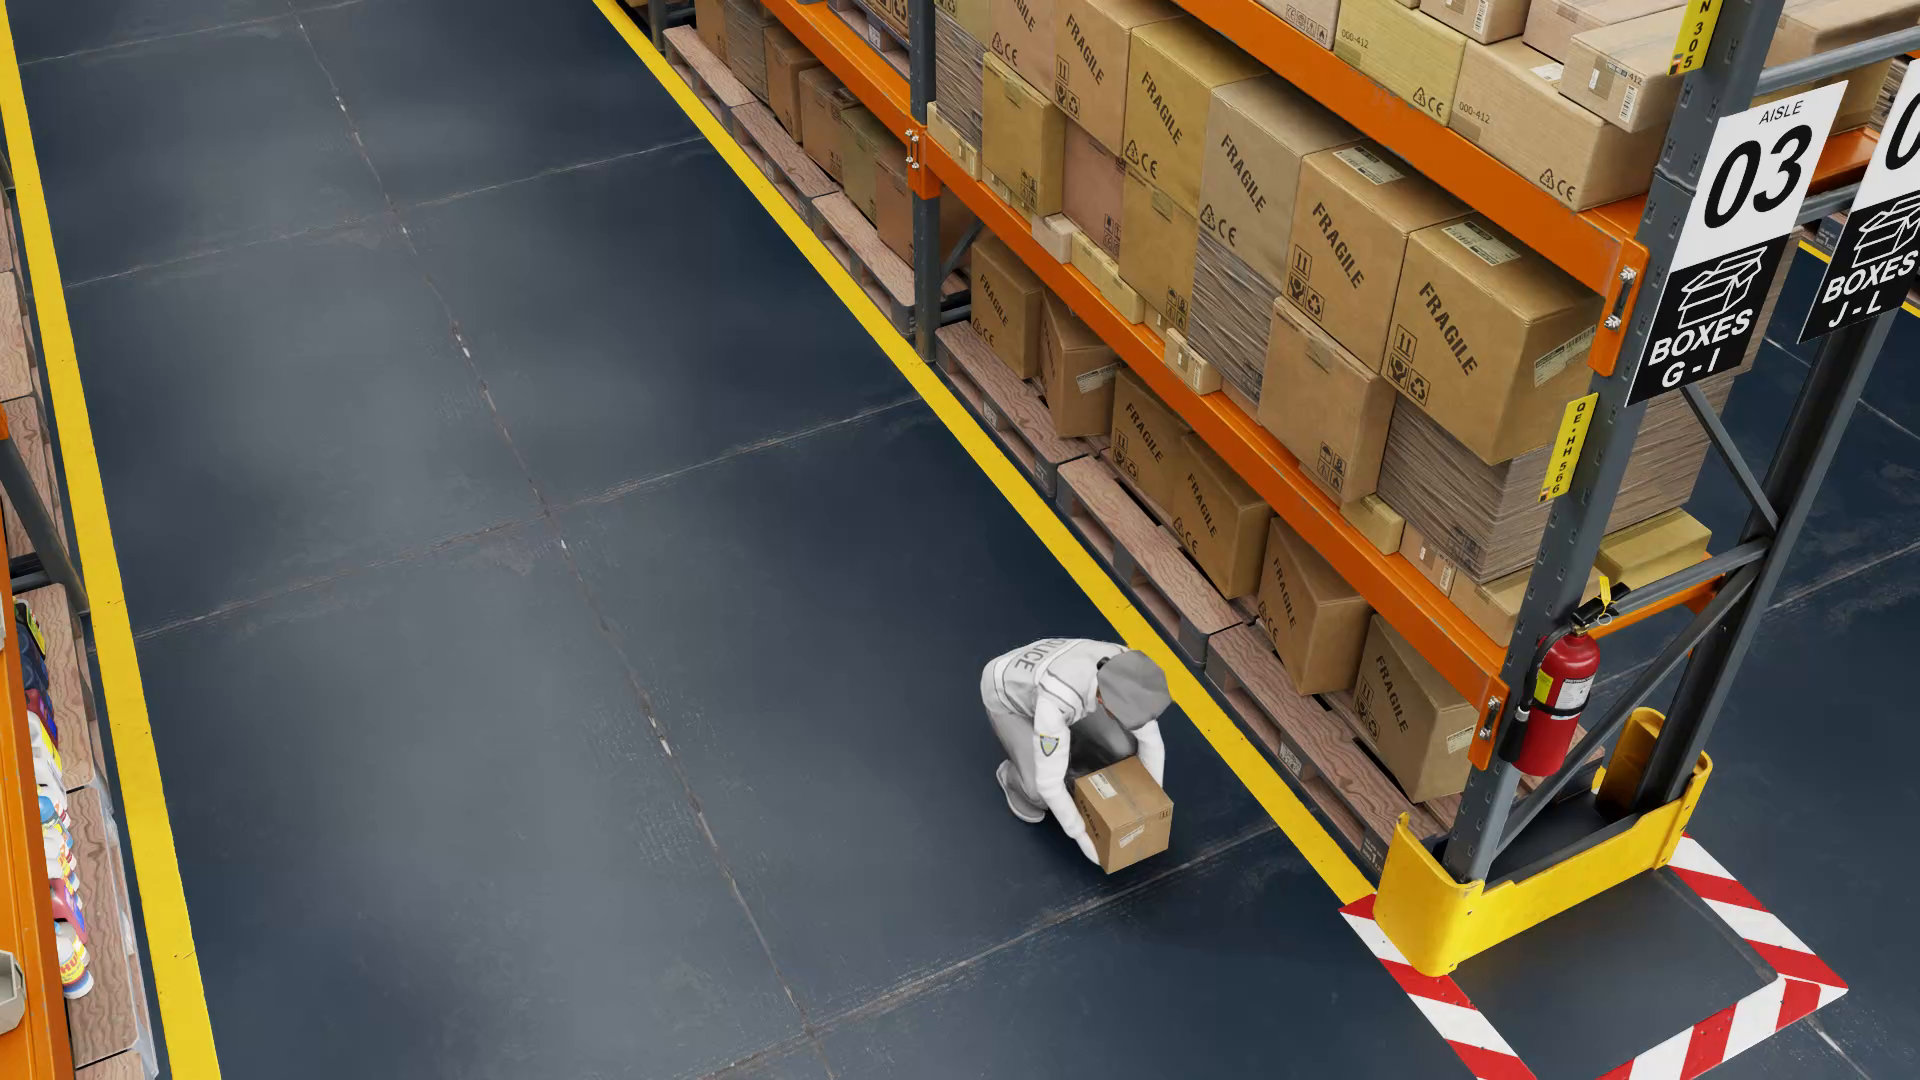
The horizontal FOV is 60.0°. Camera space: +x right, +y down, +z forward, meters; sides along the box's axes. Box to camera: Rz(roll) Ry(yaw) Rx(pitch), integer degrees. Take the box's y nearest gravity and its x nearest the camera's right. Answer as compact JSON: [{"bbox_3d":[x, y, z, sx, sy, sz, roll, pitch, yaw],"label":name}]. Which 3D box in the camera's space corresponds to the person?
[{"bbox_3d":[0.413,0.651,5.961,0.507,0.961,0.820,-20,45,-21],"label":"person"}]
